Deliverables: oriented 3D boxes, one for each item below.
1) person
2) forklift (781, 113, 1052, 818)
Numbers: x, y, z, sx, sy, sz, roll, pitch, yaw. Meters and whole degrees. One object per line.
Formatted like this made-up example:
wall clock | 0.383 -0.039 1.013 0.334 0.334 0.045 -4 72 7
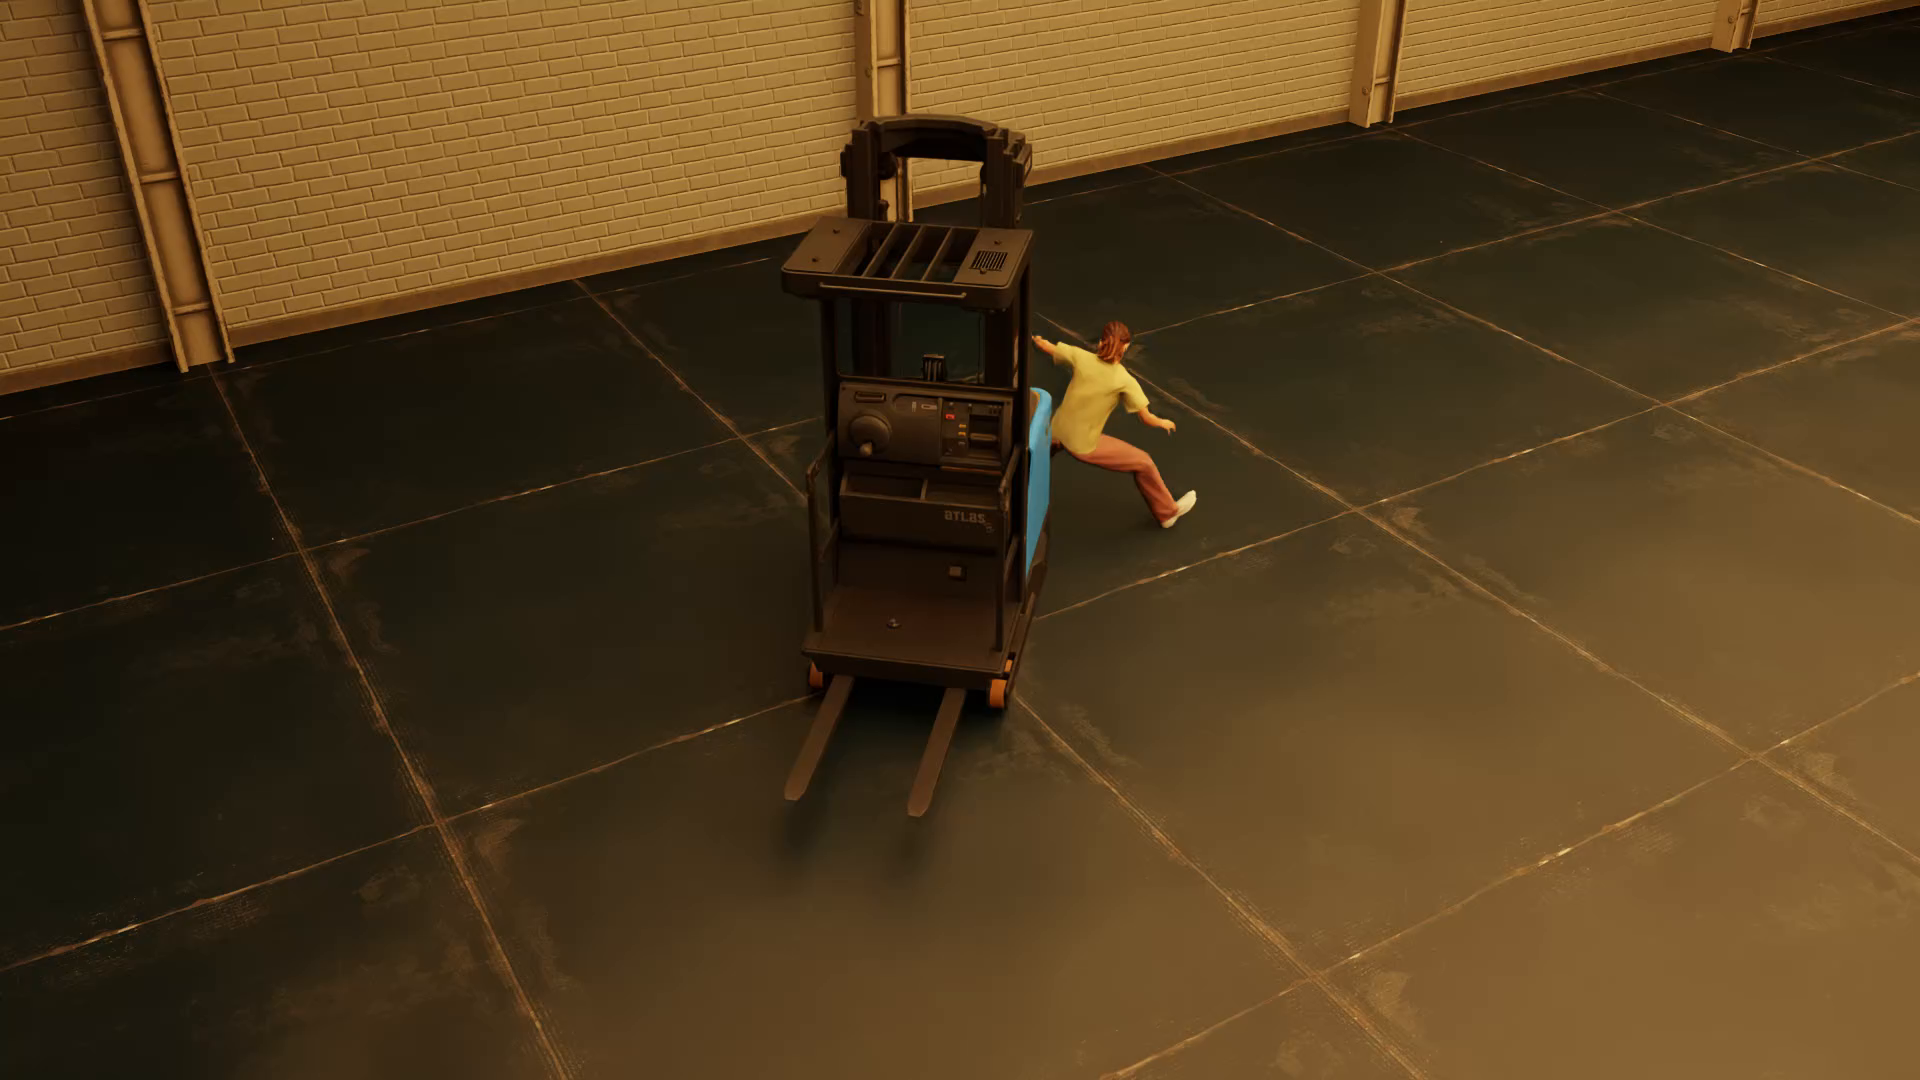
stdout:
person | 0.787 -0.738 10.441 1.274 1.345 0.785 23 38 34
forklift | -0.225 -0.550 8.565 1.130 2.935 3.031 6 31 9
